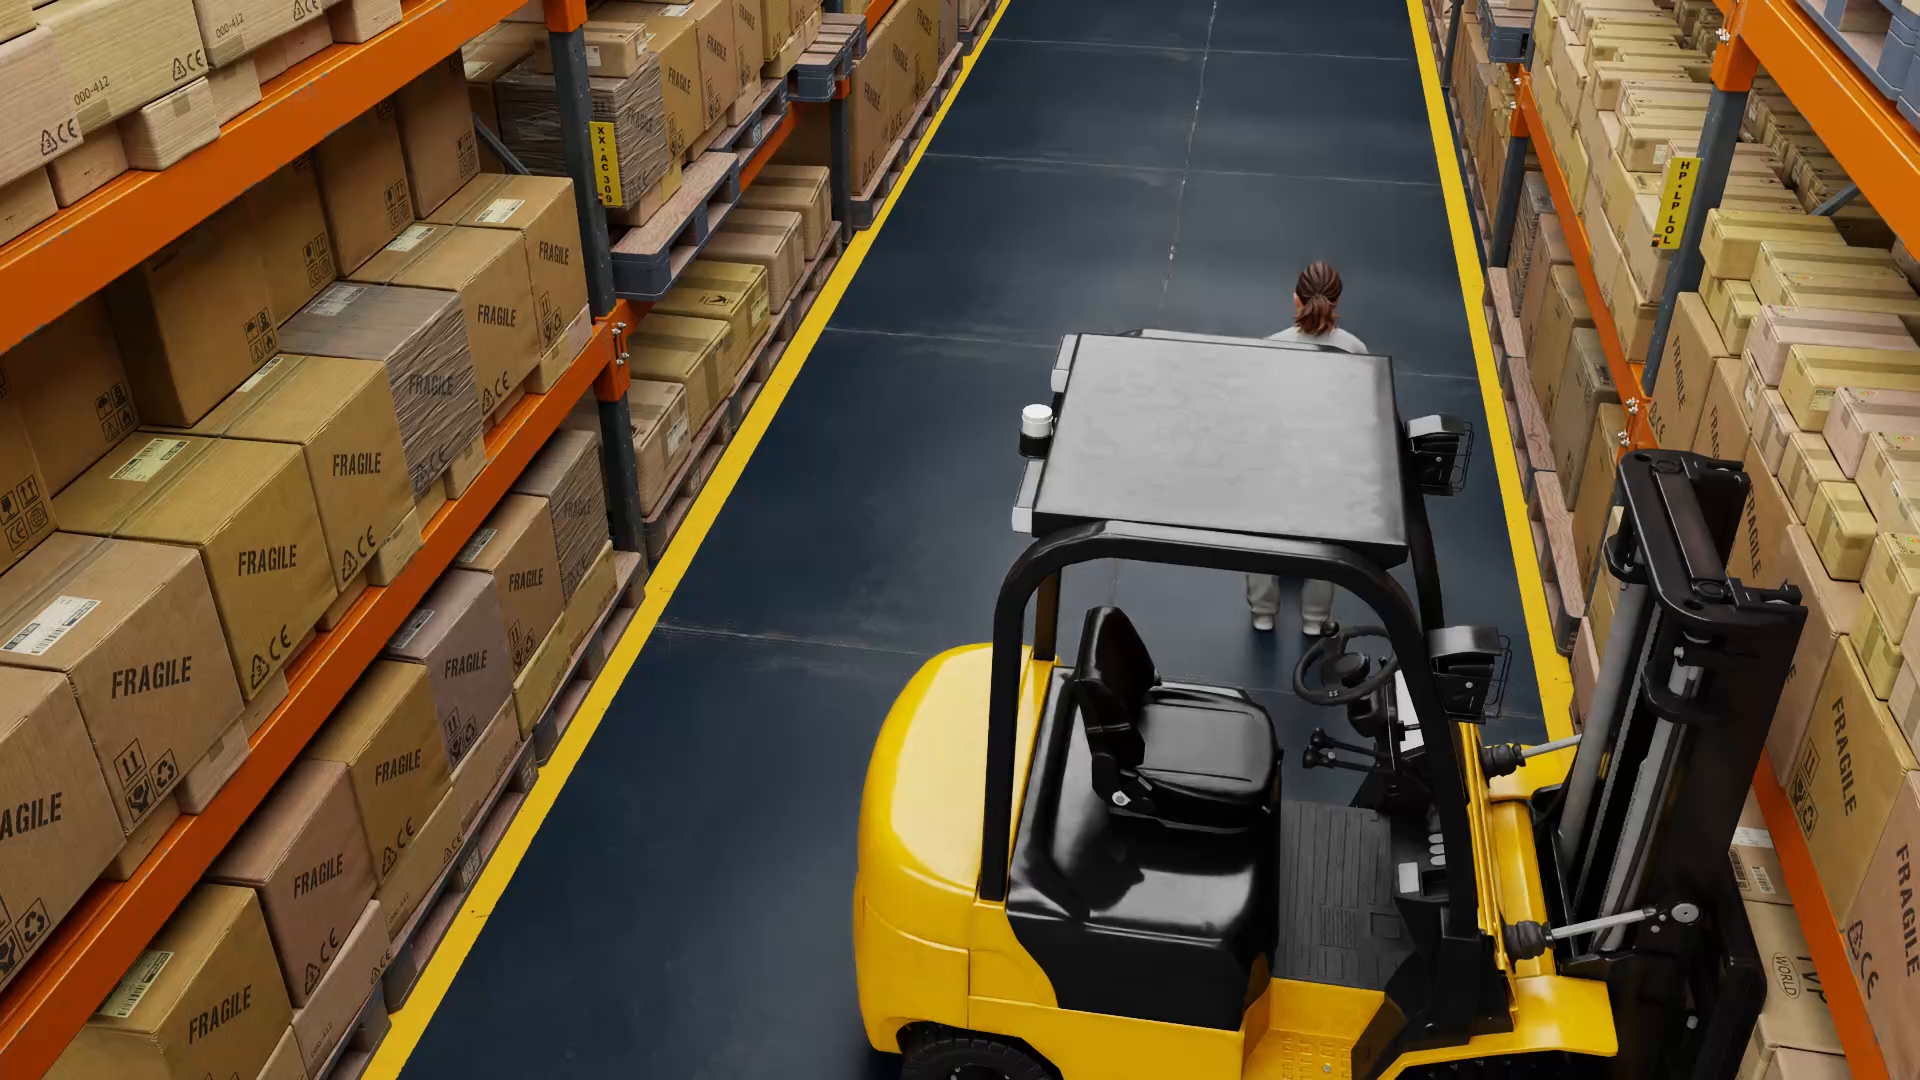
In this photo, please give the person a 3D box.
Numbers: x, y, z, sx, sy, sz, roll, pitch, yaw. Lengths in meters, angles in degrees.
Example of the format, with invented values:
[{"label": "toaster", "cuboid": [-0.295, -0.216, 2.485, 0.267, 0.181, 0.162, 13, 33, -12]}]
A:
[{"label": "person", "cuboid": [1.383, -0.345, 6.786, 0.475, 1.571, 0.467, 6, 33, 9]}]
